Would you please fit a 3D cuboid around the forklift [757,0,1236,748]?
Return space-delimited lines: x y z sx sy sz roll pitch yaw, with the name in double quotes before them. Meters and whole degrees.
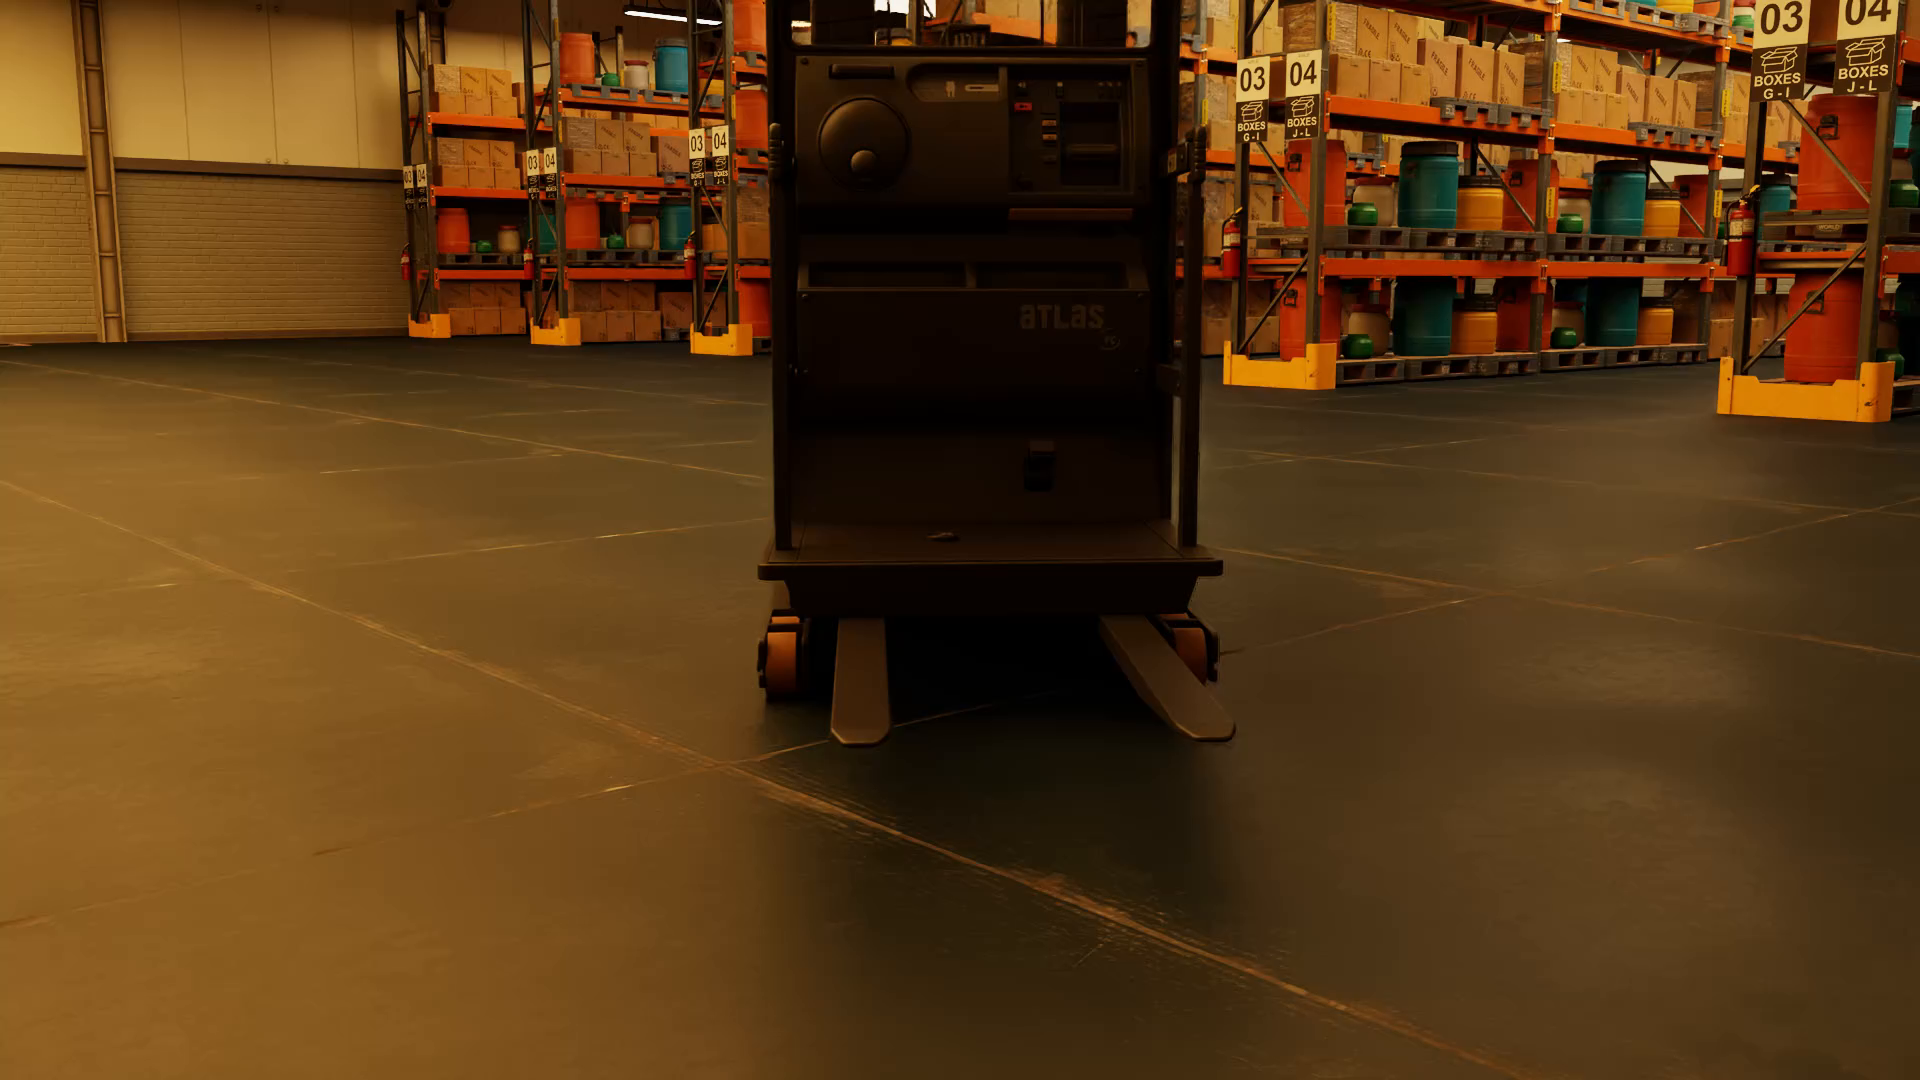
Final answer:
"forklift" 0.050 -1.114 4.156 1.130 2.935 3.031 0 9 -3
